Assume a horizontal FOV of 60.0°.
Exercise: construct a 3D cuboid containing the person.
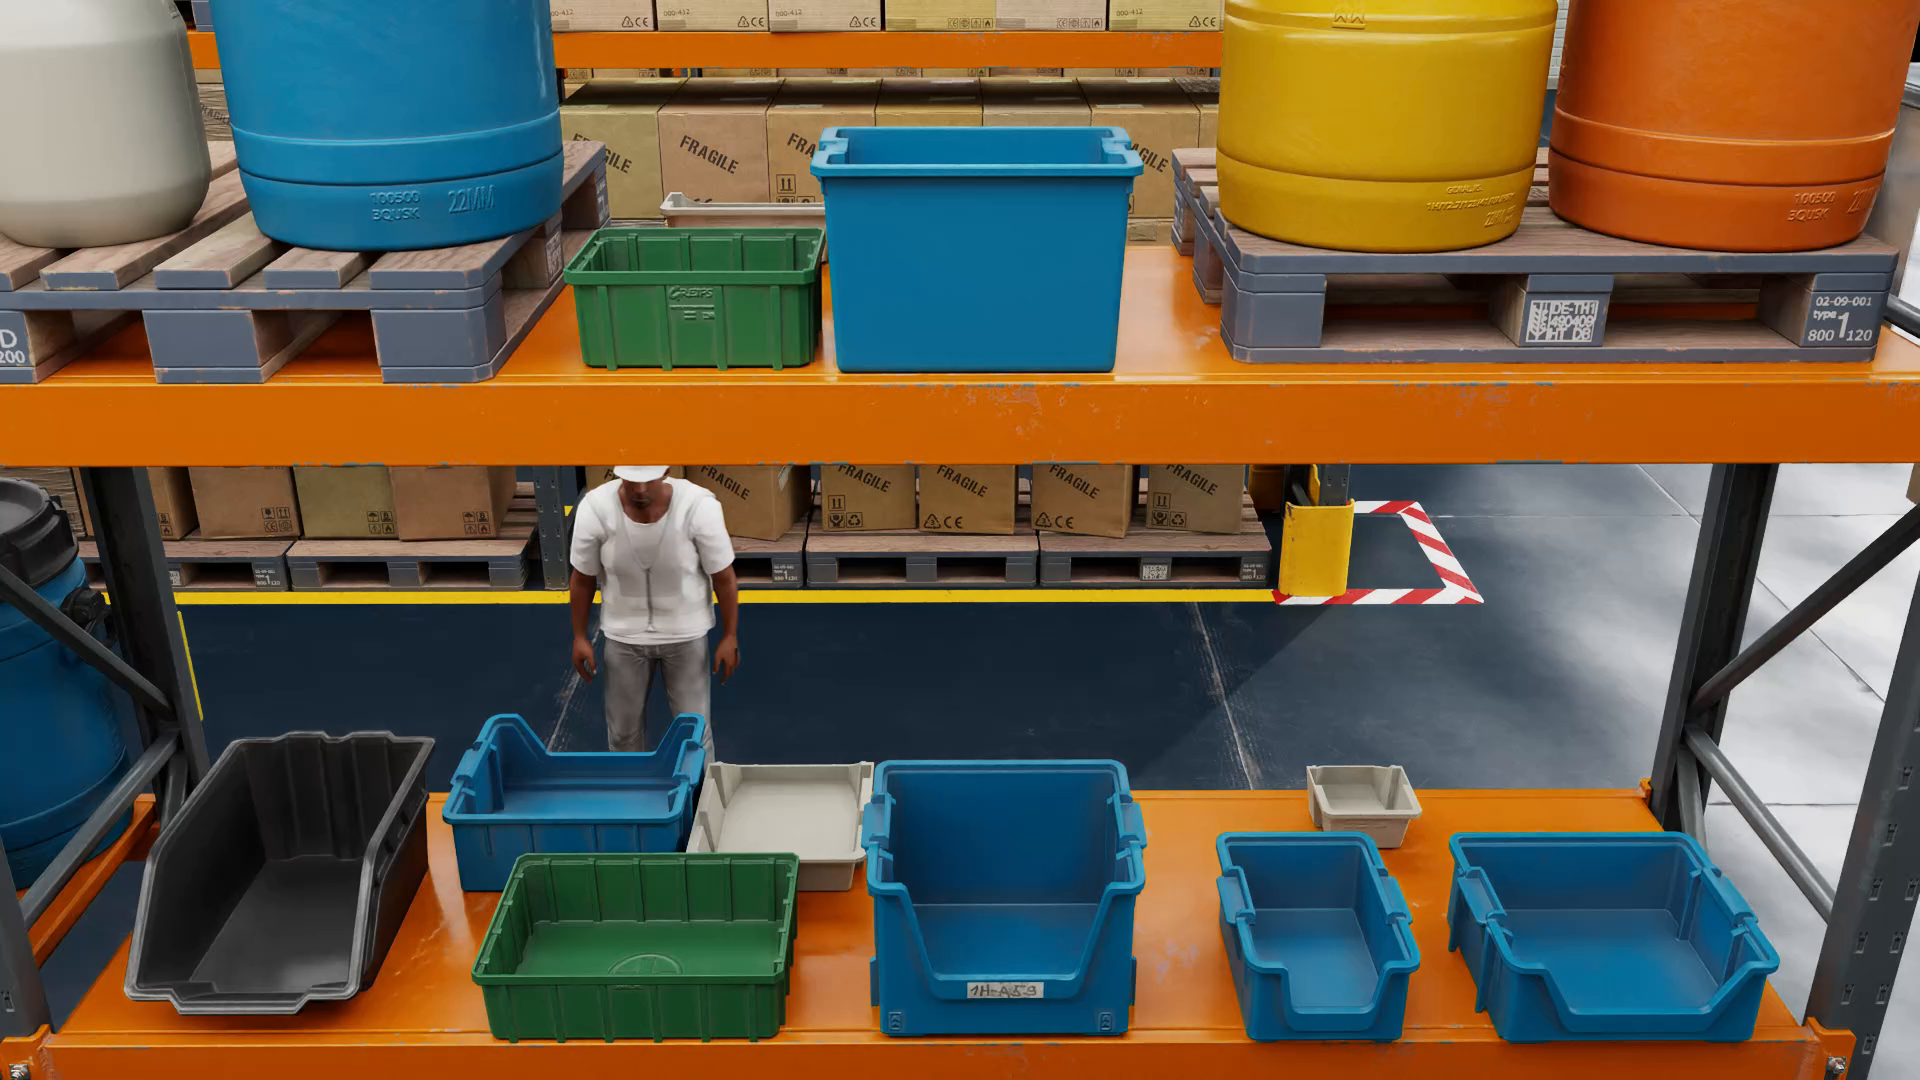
[{"bbox_3d":[-1.144,0.371,6.245,0.629,1.761,0.462,0,24,-1],"label":"person"}]
